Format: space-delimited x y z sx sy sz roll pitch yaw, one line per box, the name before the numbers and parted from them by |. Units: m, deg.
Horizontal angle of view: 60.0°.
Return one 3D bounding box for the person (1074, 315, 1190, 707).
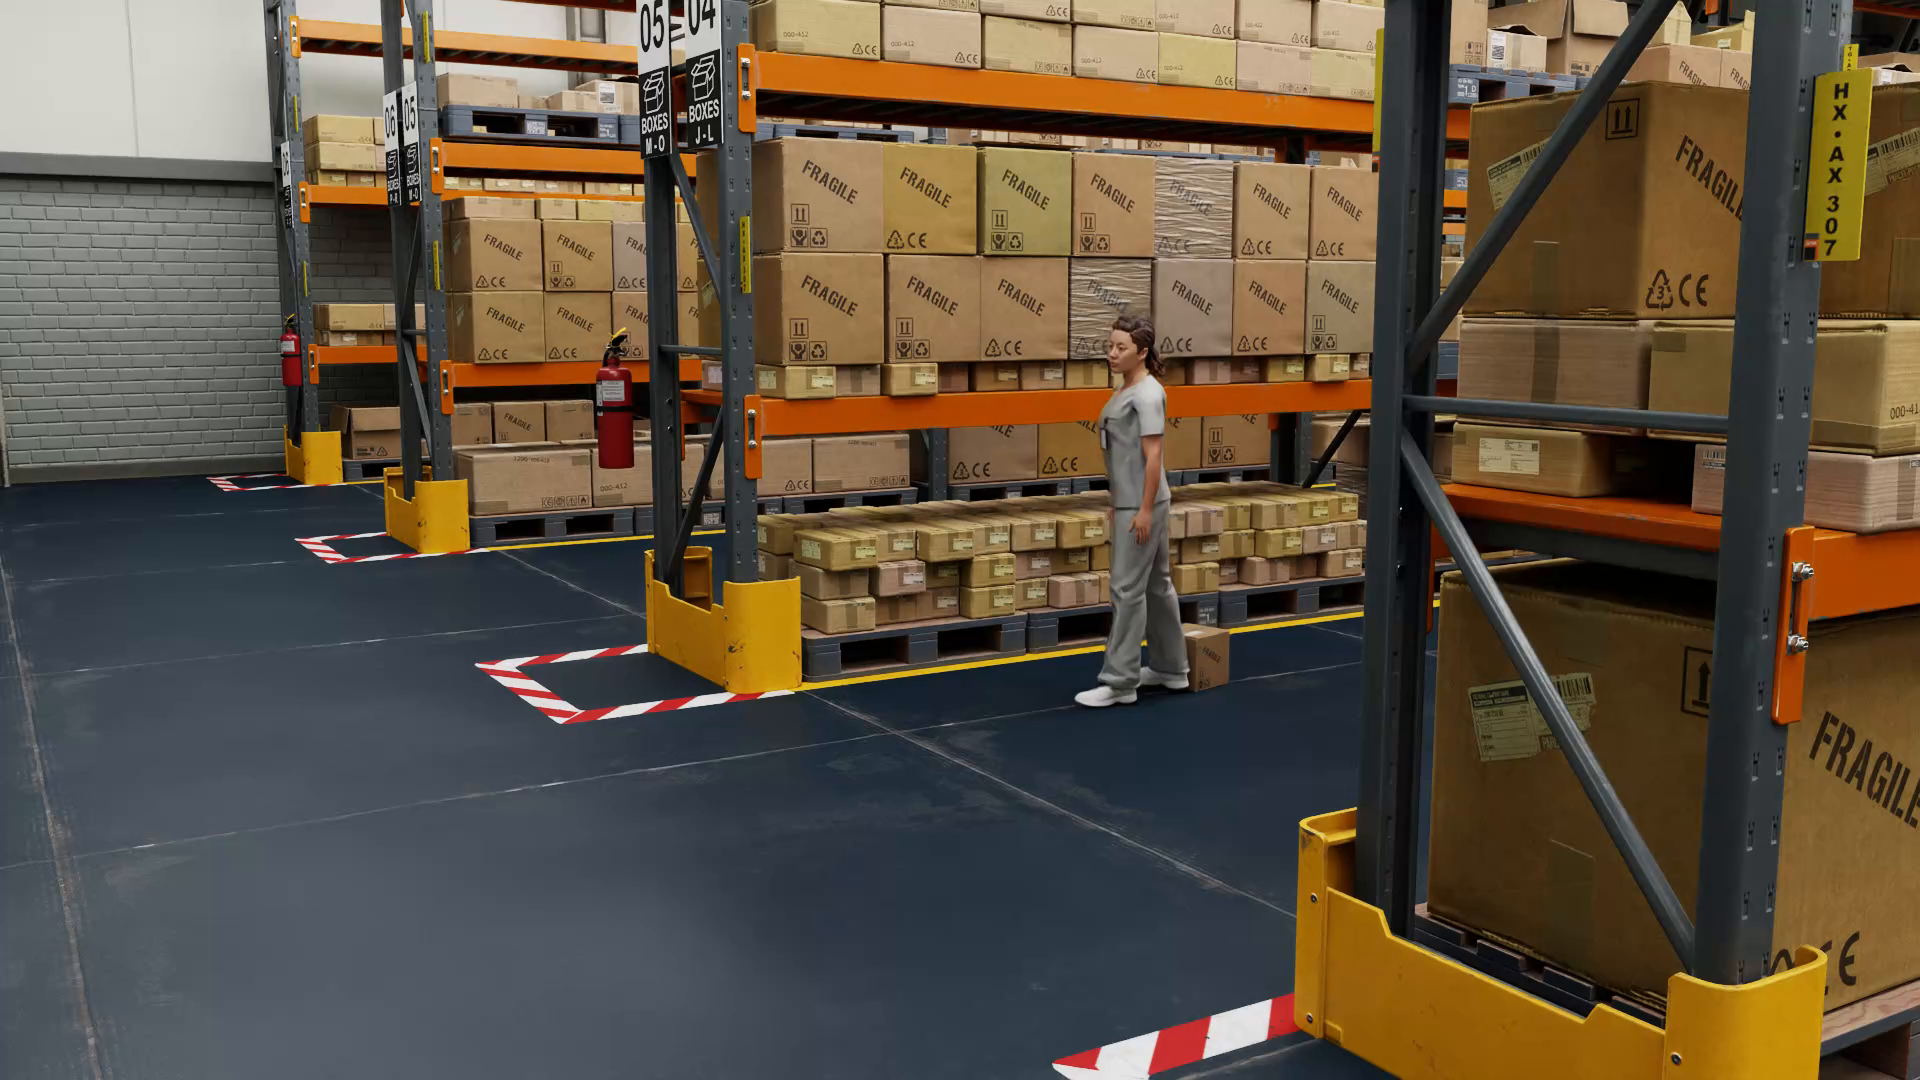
person | 0.756 -0.136 7.237 0.546 1.673 0.486 0 8 -3
